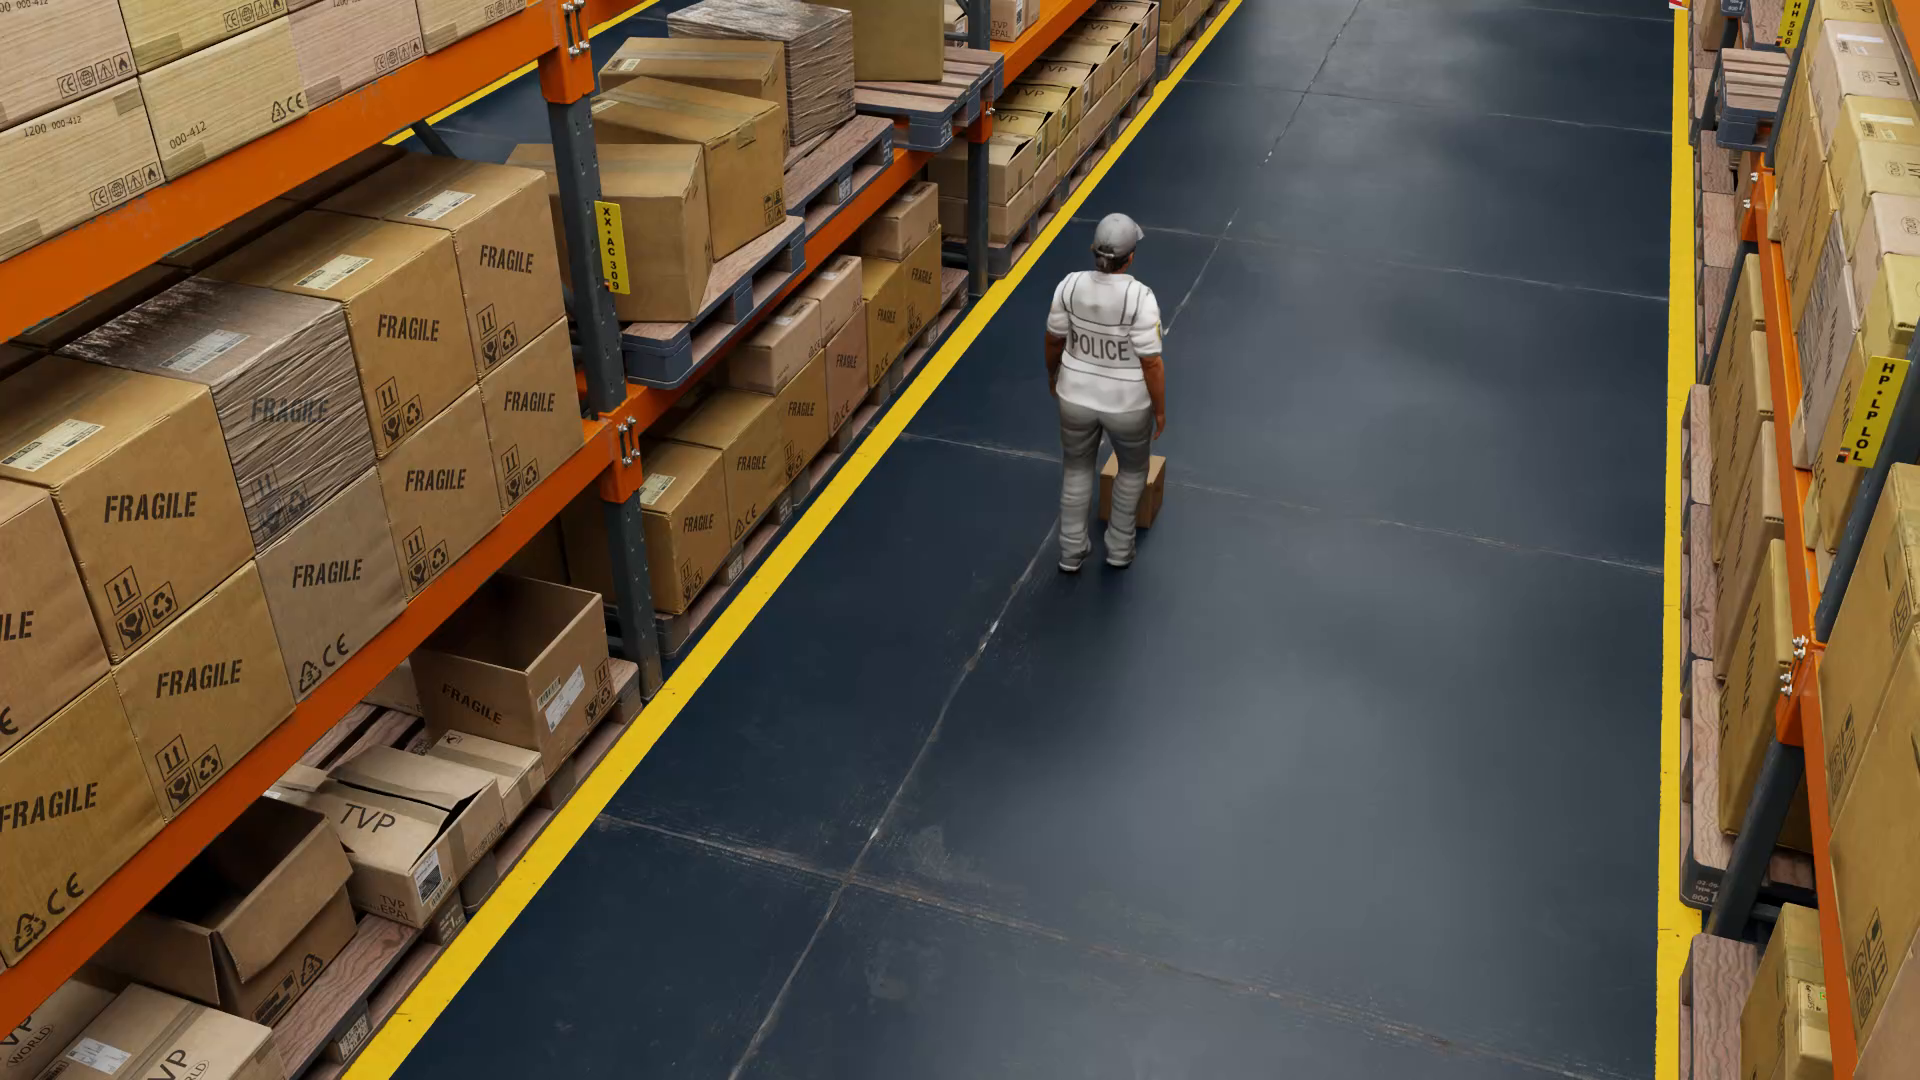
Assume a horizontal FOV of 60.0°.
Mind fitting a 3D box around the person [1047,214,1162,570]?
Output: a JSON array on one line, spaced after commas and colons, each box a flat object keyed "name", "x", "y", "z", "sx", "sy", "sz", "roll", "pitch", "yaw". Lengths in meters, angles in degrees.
[{"name": "person", "x": 0.601, "y": -0.614, "z": 7.051, "sx": 0.496, "sy": 1.542, "sz": 0.479, "roll": 12, "pitch": 35, "yaw": 18}]
